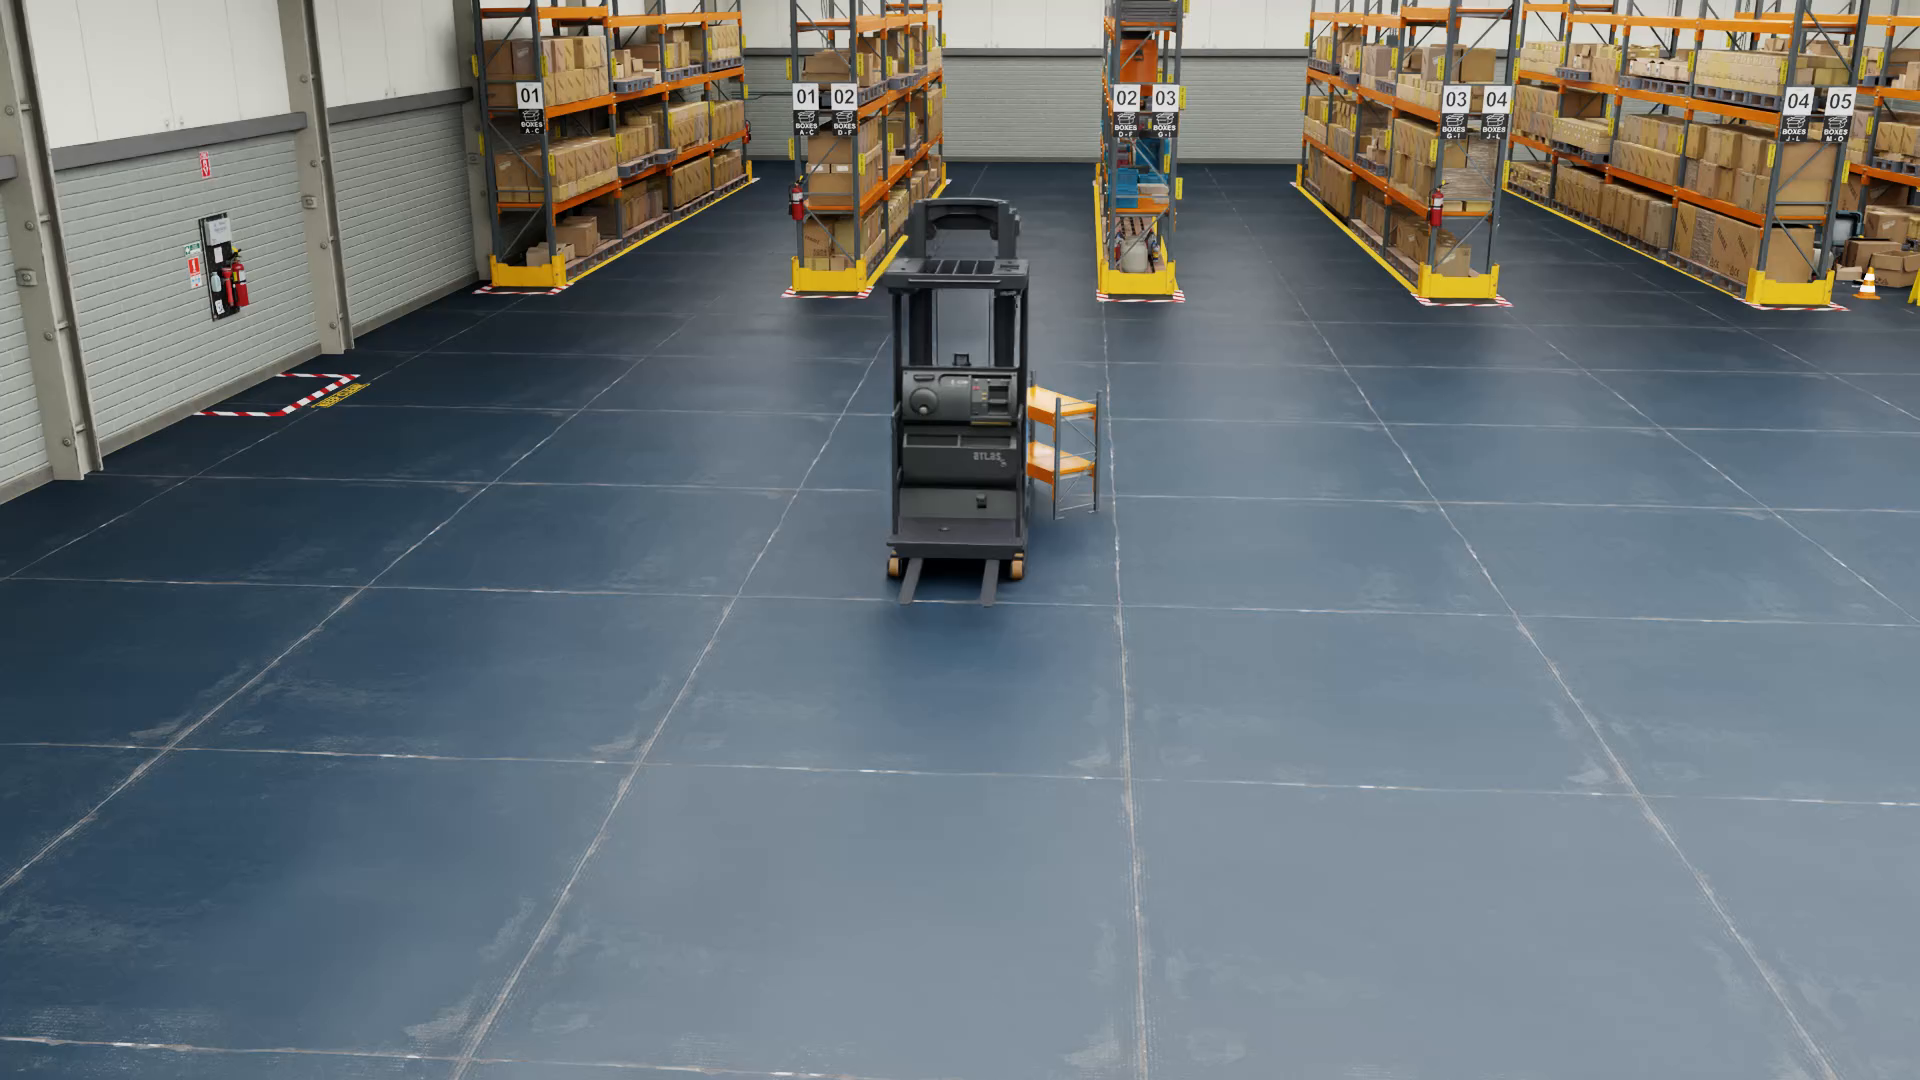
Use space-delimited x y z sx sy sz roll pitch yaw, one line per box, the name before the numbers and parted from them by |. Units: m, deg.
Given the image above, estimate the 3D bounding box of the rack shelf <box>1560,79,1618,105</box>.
rack shelf | 13.447 -9.281 34.267 1.077 0.370 4.000 1 18 4

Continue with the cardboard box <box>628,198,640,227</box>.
cardboard box | -6.645 -6.377 32.374 0.700 0.500 0.500 1 18 5

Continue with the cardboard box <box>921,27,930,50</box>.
cardboard box | -1.057 -11.435 37.919 0.700 0.500 0.500 1 18 4

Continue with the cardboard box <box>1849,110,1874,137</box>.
cardboard box | 18.052 -8.345 33.308 0.500 0.500 0.500 2 18 5

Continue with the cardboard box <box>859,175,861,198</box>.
cardboard box | -2.012 -5.811 27.179 0.700 0.500 0.500 2 18 5

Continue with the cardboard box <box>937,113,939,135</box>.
cardboard box | -0.779 -10.011 39.998 0.500 0.500 0.500 1 18 4

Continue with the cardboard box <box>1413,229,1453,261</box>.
cardboard box | 8.008 -4.991 28.178 0.500 0.500 0.500 0 18 -1

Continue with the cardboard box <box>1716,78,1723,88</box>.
cardboard box | 12.580 -7.465 27.139 0.380 0.149 0.250 1 18 3

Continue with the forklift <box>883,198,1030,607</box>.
forklift | -0.013 -1.171 13.290 1.130 2.935 3.031 1 18 3

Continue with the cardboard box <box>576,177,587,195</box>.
cardboard box | -6.615 -5.967 28.026 0.500 0.250 0.500 1 18 3

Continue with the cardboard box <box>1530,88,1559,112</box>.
cardboard box | 13.457 -10.115 38.230 0.500 0.500 0.500 1 18 2

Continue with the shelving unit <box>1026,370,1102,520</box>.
shelving unit | 0.779 -0.892 15.340 0.538 1.125 1.048 -12 21 -31

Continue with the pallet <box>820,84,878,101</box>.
pallet | -1.930 -7.438 27.630 1.003 0.211 1.213 1 18 4

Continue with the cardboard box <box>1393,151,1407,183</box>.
cardboard box | 7.912 -6.372 28.413 0.875 0.500 0.500 1 18 4

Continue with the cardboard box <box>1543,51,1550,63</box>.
cardboard box | 13.451 -10.882 37.437 0.500 0.250 0.500 2 18 6

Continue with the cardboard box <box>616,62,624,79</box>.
cardboard box | -6.582 -8.749 30.958 0.500 0.311 0.500 2 18 6

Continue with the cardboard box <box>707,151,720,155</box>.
cardboard box | -6.080 -9.443 40.722 0.380 0.149 0.250 1 18 4

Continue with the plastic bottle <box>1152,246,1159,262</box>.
plastic bottle | 3.290 -4.813 27.968 0.097 0.271 0.097 0 18 0

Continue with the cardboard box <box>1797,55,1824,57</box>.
cardboard box | 13.145 -7.435 25.768 0.380 0.149 0.250 1 18 3

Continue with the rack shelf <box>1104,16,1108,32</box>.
rack shelf | 3.566 -10.769 34.633 1.077 0.370 4.000 1 18 4

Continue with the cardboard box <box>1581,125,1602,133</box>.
cardboard box | 12.959 -8.418 34.070 0.380 0.149 0.250 1 18 4

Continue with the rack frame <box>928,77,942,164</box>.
rack frame | -0.944 -10.425 41.421 1.000 3.000 0.127 1 18 4

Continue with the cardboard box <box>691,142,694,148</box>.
cardboard box | -6.048 -8.677 36.458 0.380 0.149 0.250 1 18 2

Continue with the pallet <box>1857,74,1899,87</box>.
pallet | 18.241 -9.034 32.661 1.213 0.211 1.003 2 18 6

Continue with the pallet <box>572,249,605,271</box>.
pallet | -6.843 -4.893 29.016 1.003 0.211 1.213 1 18 4

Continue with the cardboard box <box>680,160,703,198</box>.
cardboard box | -6.149 -7.989 36.765 0.750 0.750 0.750 2 18 6

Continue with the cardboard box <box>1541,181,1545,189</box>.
cardboard box | 13.302 -7.993 37.427 0.380 0.149 0.250 0 18 1

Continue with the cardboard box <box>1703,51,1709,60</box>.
cardboard box | 12.634 -8.081 27.737 0.380 0.149 0.250 1 18 3

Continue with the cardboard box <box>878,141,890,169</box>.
cardboard box | -1.621 -7.466 32.231 0.500 0.500 0.500 0 18 1

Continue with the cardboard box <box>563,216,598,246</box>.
cardboard box | -6.780 -5.505 29.715 0.500 0.500 0.500 0 18 0

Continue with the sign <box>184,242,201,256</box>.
sign | -8.623 -3.272 18.683 0.001 0.109 0.331 1 18 4

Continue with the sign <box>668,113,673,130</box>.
sign | -5.917 -8.553 33.976 0.100 0.325 0.005 1 18 4

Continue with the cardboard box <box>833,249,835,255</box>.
cardboard box | -2.323 -4.677 27.621 0.500 0.250 0.500 1 18 4

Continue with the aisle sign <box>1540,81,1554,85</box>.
aisle sign | 14.181 -11.312 39.953 0.394 0.787 0.004 1 18 4

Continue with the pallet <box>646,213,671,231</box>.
pallet | -6.516 -6.482 33.866 1.003 0.211 1.213 1 18 4

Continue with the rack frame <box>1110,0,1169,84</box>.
rack frame | 3.136 -9.437 28.772 1.000 3.000 0.127 1 18 4

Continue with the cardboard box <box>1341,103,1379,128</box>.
cardboard box | 8.552 -9.073 35.523 0.797 0.503 0.637 1 18 5

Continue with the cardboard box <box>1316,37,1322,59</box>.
cardboard box | 8.792 -11.588 39.157 0.700 0.500 0.500 1 18 2

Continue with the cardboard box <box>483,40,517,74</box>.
cardboard box | -7.262 -7.662 26.374 0.500 0.500 0.500 2 18 6

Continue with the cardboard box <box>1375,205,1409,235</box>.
cardboard box | 8.235 -6.008 31.251 0.700 0.500 0.500 0 18 -1

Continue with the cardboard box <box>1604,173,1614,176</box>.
cardboard box | 13.679 -7.464 34.519 0.500 0.250 0.500 1 18 4

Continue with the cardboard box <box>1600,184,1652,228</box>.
cardboard box | 13.170 -6.519 32.440 1.050 0.750 0.750 1 18 3

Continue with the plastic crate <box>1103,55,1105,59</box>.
plastic crate | 3.613 -11.241 39.193 0.504 0.338 0.767 1 18 4

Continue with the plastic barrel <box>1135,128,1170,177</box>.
plastic barrel | 3.466 -6.938 29.973 0.600 0.901 0.708 1 18 4

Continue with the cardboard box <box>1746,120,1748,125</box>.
cardboard box | 18.438 -9.571 38.654 0.500 0.500 0.500 1 18 4

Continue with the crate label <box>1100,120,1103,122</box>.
crate label | 3.650 -10.193 40.885 0.416 0.233 0.303 1 18 4

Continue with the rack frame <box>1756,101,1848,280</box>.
rack frame | 12.730 -5.091 25.143 1.000 3.000 0.127 1 18 4

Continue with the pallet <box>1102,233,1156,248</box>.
pallet | 3.154 -5.506 30.887 1.003 0.211 1.213 1 18 4

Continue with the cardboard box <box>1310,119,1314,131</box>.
cardboard box | 8.563 -9.812 39.314 0.500 0.250 0.500 1 18 2

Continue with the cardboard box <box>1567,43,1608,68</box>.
cardboard box | 13.453 -10.375 35.618 0.700 0.500 0.500 1 18 4

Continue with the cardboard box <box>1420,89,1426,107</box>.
cardboard box | 7.649 -7.057 26.566 0.500 0.250 0.500 2 18 5

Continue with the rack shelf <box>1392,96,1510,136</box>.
rack shelf | 7.933 -6.938 27.117 1.077 0.370 4.000 1 18 4

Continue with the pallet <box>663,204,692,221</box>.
pallet | -6.327 -6.968 35.348 1.003 0.211 1.213 1 18 4

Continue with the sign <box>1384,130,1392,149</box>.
sign | 7.523 -7.037 29.222 0.100 0.325 0.005 1 18 4

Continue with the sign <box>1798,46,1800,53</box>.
sign | 17.981 -10.460 35.752 0.100 0.325 0.005 1 18 4

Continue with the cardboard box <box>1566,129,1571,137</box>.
cardboard box | 13.033 -8.602 35.110 0.380 0.149 0.250 2 18 6
